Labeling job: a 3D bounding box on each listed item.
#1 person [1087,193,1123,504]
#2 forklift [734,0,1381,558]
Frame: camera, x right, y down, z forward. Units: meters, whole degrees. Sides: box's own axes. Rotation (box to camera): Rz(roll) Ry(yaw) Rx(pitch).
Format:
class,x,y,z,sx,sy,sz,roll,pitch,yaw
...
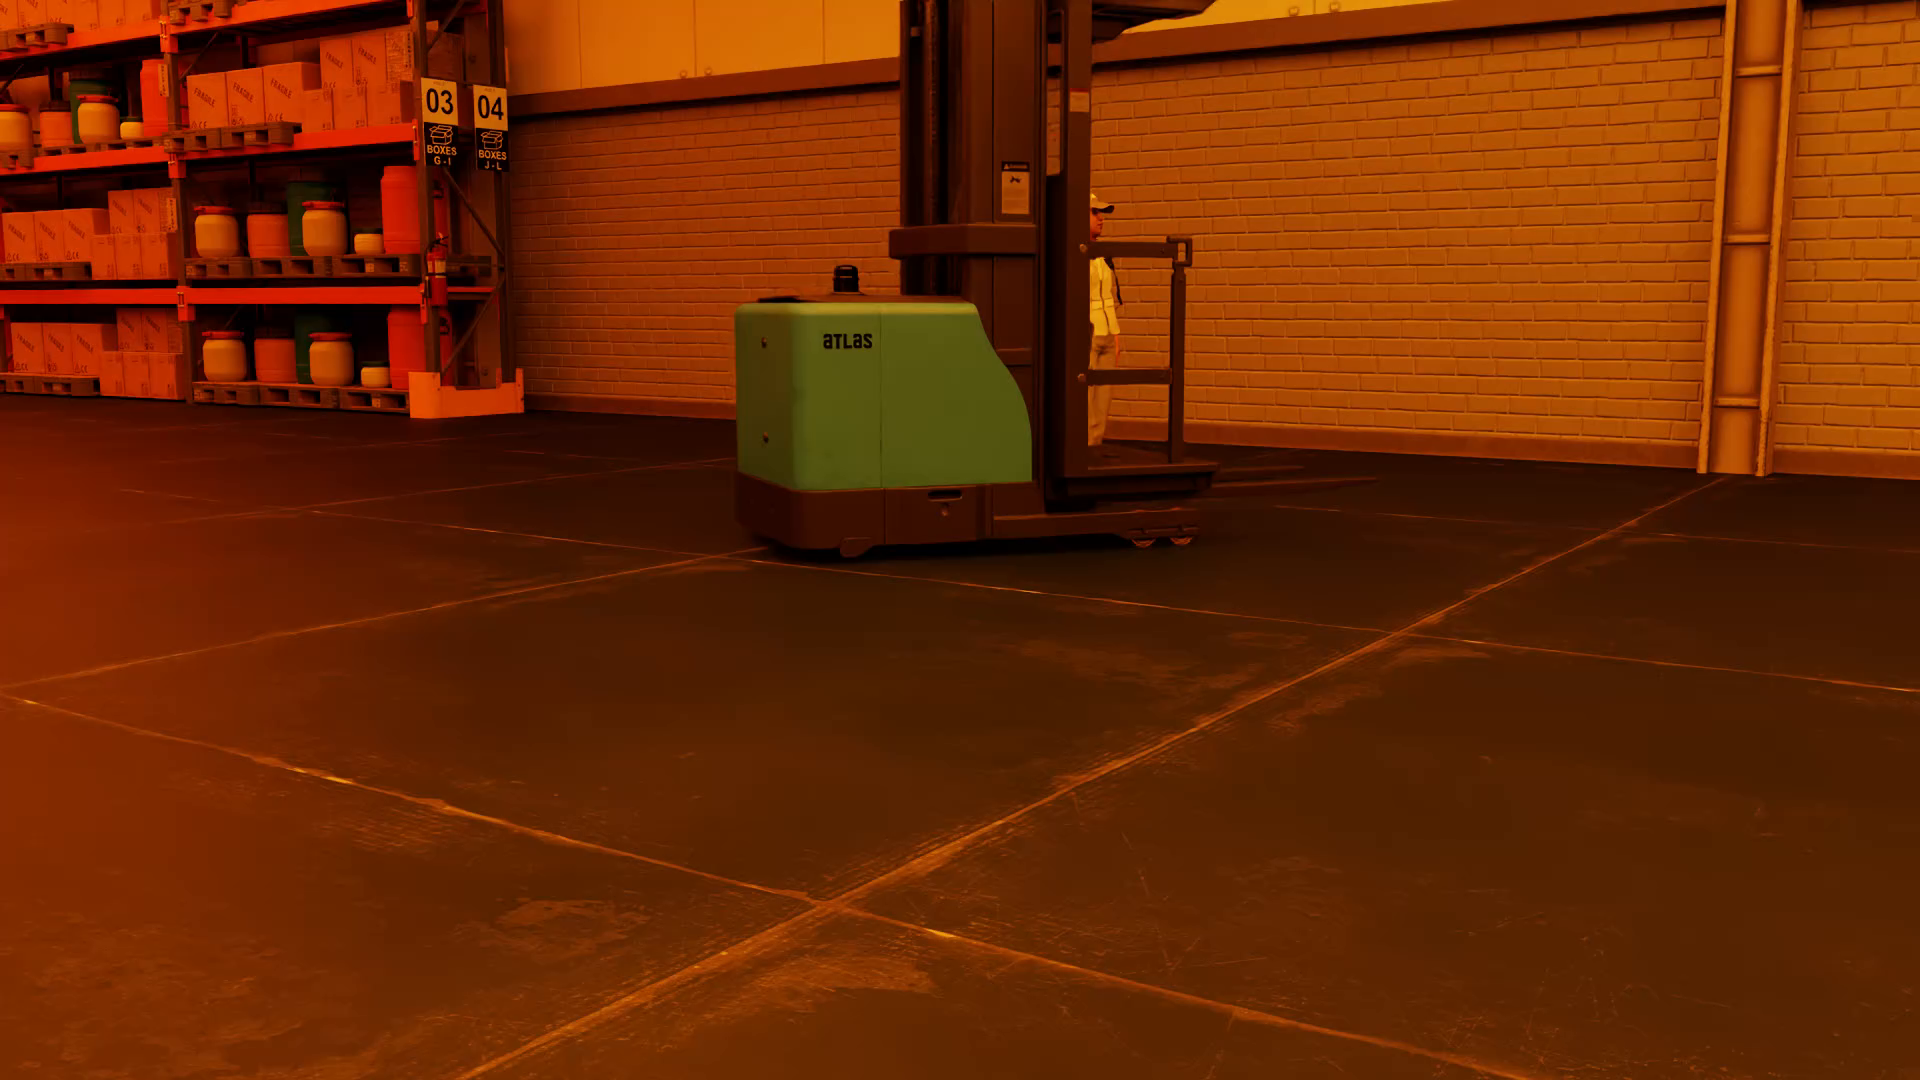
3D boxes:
class,x,y,z,sx,sy,sz,roll,pitch,yaw
person,0.730,-1.065,9.120,0.529,1.670,0.598,6,10,38
forklift,0.529,-1.487,7.651,3.031,2.935,1.130,-3,9,-23
